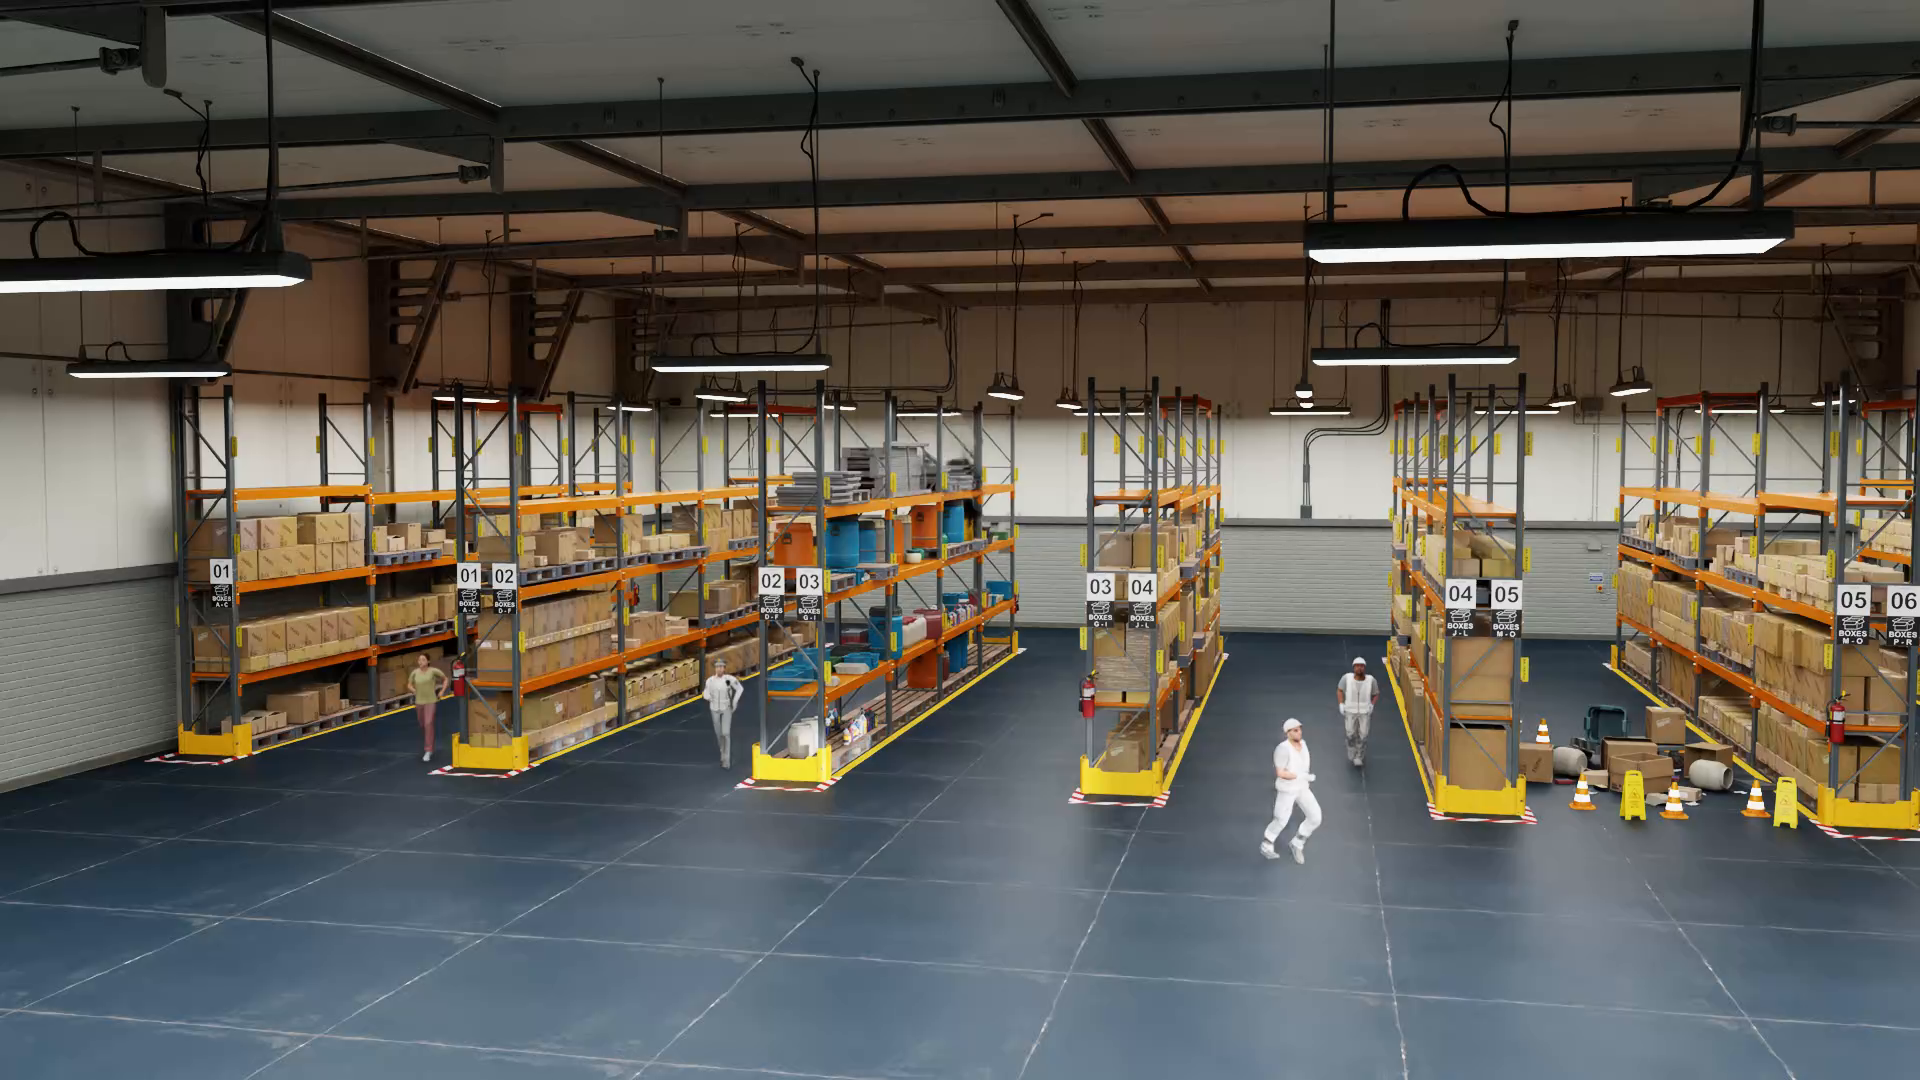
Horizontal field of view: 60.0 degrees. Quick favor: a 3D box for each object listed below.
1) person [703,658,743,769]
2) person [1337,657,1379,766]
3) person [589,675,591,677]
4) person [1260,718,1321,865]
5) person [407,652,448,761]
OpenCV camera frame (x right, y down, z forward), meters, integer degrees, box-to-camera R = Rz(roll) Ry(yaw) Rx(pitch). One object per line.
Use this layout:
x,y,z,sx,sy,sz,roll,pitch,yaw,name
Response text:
-3.732,2.710,26.064,0.590,1.735,0.726,0,3,6,person
6.224,2.690,25.979,0.631,1.715,0.601,1,3,10,person
-7.436,2.288,33.091,0.712,1.754,0.932,1,3,12,person
3.989,2.991,19.834,0.679,1.755,0.862,-2,4,-32,person
-8.626,2.657,26.885,0.612,1.700,0.892,0,3,5,person
